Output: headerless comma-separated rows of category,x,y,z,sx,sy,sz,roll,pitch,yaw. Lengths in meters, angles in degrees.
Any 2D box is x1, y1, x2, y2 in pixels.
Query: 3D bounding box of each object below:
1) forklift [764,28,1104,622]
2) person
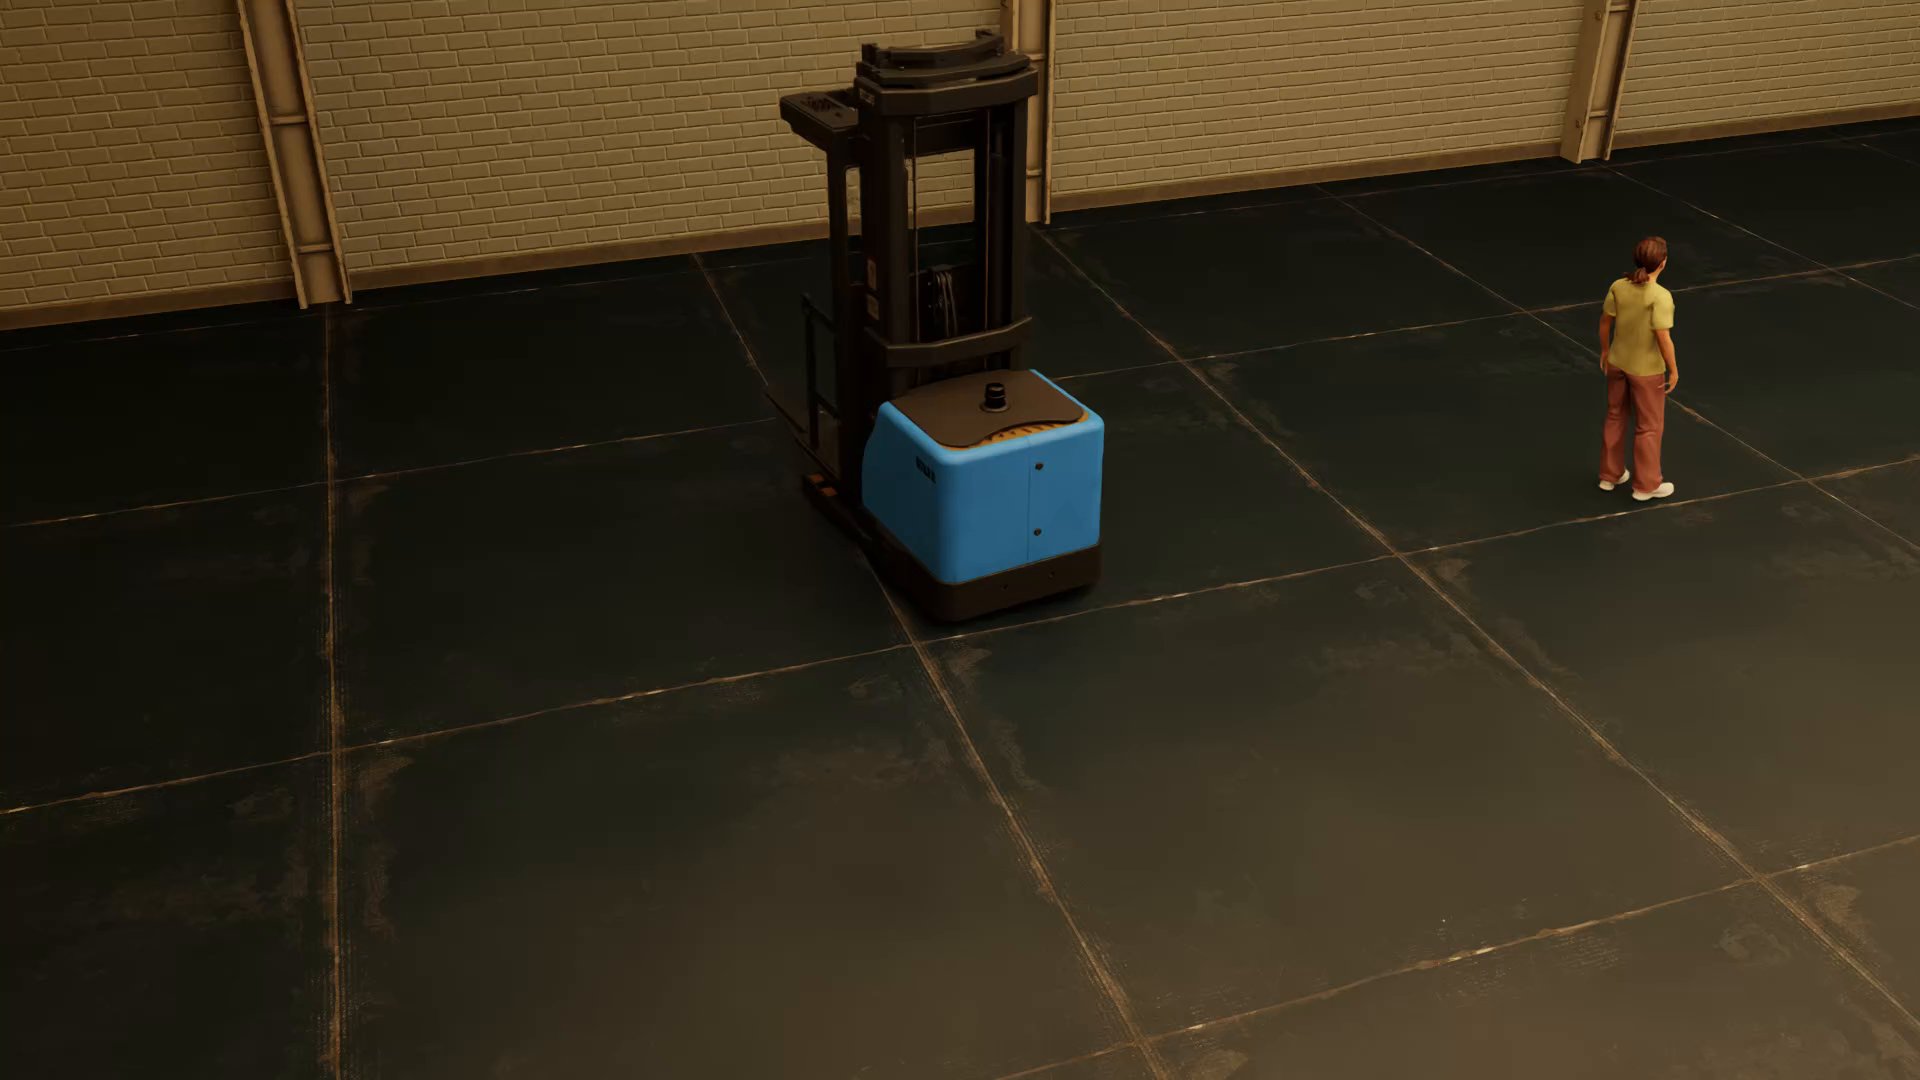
forklift,-0.337,-1.530,9.747,1.130,2.935,3.031,-15,33,-24
person,4.180,-1.063,10.191,0.524,1.681,0.537,-17,34,-27
